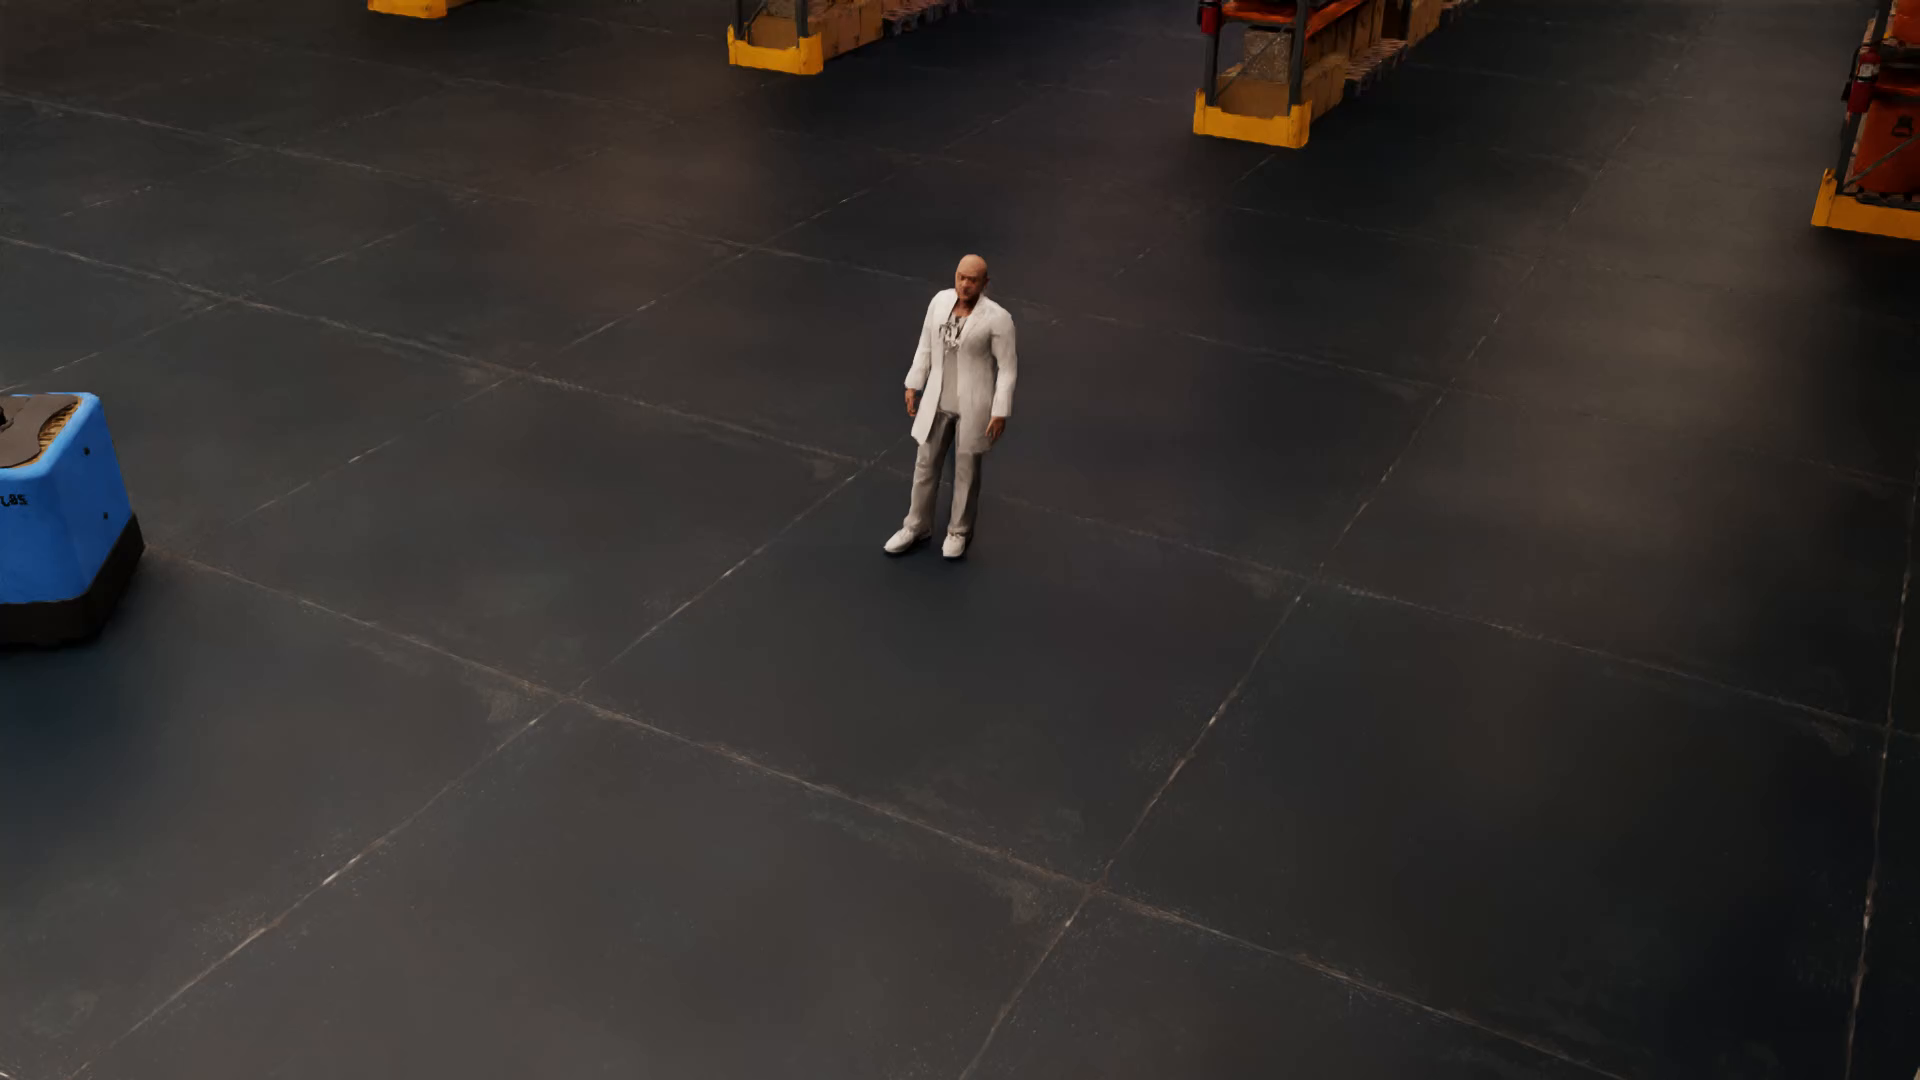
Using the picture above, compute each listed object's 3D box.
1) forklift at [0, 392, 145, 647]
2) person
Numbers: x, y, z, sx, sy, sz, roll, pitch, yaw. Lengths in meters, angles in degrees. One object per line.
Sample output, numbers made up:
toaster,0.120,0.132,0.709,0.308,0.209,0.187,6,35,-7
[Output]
forklift,-6.231,-0.840,8.526,3.031,2.935,1.130,-4,30,-7
person,-0.048,-0.737,9.488,0.694,1.776,0.579,15,33,25
